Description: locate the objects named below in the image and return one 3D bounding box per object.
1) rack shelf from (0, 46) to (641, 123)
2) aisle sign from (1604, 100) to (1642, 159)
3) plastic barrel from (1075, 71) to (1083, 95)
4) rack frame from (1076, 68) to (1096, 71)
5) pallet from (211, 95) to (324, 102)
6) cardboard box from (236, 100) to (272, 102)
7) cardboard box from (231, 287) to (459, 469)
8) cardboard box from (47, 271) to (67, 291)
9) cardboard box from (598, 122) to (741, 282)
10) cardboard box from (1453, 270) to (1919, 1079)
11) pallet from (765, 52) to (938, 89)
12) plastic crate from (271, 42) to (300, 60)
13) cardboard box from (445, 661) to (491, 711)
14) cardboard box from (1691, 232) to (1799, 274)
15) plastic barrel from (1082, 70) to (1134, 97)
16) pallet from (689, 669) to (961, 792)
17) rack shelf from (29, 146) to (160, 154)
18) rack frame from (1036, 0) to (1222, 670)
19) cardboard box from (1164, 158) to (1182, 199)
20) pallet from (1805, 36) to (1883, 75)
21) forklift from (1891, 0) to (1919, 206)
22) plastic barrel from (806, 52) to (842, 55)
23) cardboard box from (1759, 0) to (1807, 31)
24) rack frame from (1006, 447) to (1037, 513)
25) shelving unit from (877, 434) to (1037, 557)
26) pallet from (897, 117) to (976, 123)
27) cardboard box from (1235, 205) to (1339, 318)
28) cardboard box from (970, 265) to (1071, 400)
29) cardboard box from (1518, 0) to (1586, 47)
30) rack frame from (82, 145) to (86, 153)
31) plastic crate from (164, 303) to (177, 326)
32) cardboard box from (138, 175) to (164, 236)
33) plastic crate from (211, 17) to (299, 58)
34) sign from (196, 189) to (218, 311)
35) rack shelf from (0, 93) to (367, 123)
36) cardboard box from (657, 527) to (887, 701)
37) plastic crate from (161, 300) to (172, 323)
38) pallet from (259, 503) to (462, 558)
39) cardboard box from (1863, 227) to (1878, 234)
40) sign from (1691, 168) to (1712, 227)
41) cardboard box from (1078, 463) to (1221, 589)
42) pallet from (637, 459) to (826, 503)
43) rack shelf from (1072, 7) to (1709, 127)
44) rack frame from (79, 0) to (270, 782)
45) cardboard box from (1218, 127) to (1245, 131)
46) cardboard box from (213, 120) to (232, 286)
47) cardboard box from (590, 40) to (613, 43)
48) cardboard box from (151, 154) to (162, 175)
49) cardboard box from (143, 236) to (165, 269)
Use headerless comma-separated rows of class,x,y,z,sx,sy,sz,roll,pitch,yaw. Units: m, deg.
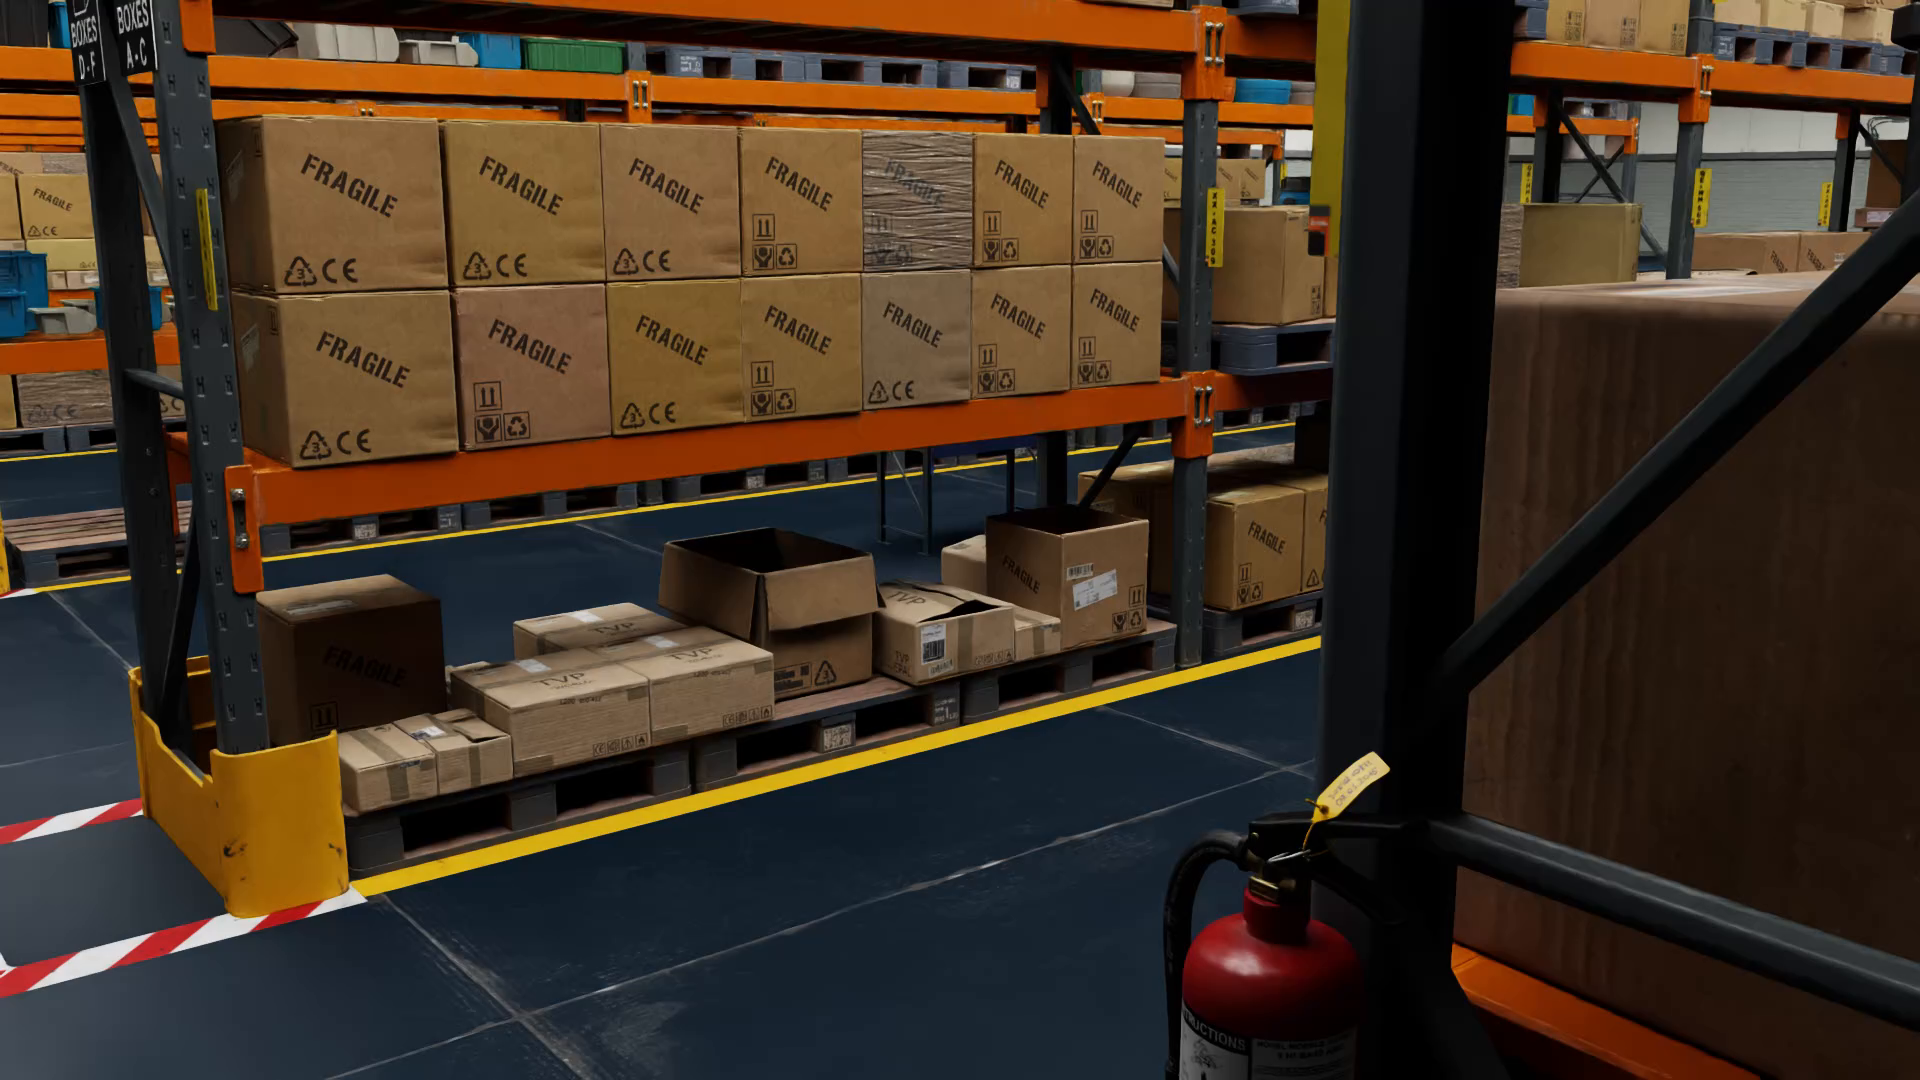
rack shelf,-3.929,-2.637,9.820,4.000,0.370,1.077,-9,15,-38
aisle sign,7.245,-4.571,18.159,0.004,0.787,0.394,-9,15,-38
plastic barrel,0.917,-3.732,13.617,0.294,0.245,0.294,0,12,0
rack frame,0.757,-5.234,13.100,0.127,3.000,1.000,-9,15,-38
pallet,-6.106,-3.904,14.268,1.213,0.211,1.003,-9,15,-38
cardboard box,-8.116,-5.155,18.694,0.500,0.500,0.700,-9,15,-38
cardboard box,-1.888,-0.522,5.108,0.500,0.500,0.500,-9,15,-36
cardboard box,-7.300,-2.068,13.238,0.250,0.149,0.380,-10,15,-39
cardboard box,-1.090,-1.144,5.631,0.500,0.500,0.500,-9,15,-37
cardboard box,1.091,0.130,1.555,0.700,0.700,0.980,-9,15,-35
pallet,-0.932,-3.421,12.236,1.213,0.211,1.003,-9,15,-38
plastic crate,-4.032,-2.909,10.002,0.530,0.136,0.437,-9,15,-38
cardboard box,-1.756,0.564,5.996,0.250,0.166,0.380,-9,15,-38
cardboard box,5.148,-1.765,10.965,0.500,0.500,0.500,-11,16,-41
plastic barrel,1.191,-3.812,13.356,0.421,0.512,0.421,0,12,0
pallet,-0.765,0.635,6.614,1.213,0.211,1.003,-9,15,-38
rack shelf,-13.194,-6.371,27.406,4.000,0.370,1.077,-9,15,-38
rack frame,0.725,-0.977,7.493,0.127,3.000,1.000,-9,15,-38
cardboard box,2.460,-4.520,20.812,0.500,0.500,0.500,-9,15,-38
pallet,5.194,-3.119,10.814,1.213,0.211,1.003,-9,15,-35
forklift,4.498,-0.742,6.551,3.031,2.935,1.130,9,15,36
plastic barrel,-1.130,-3.945,12.031,0.708,0.901,0.600,-9,15,-38
cardboard box,5.019,-3.307,10.593,0.500,0.250,0.500,-10,15,-39
rack frame,0.464,-0.811,10.320,0.032,1.500,0.500,-9,15,-38
shelving unit,0.067,-0.745,10.010,1.048,1.500,0.538,-9,15,-38
pallet,-0.571,-4.800,18.726,1.003,0.211,1.213,-9,15,-38
cardboard box,1.732,-1.356,8.026,0.500,0.500,0.700,-7,14,-29
cardboard box,0.093,-0.852,6.665,0.500,0.500,0.500,-9,15,-36
cardboard box,2.724,-2.816,8.693,0.500,0.500,0.910,-9,15,-38
rack frame,-11.652,-4.192,22.631,0.127,3.000,1.000,-9,15,-38
plastic crate,-4.260,-1.257,9.302,0.298,0.136,0.250,-9,15,-38
cardboard box,-6.787,-2.872,14.255,0.500,0.500,0.500,-10,16,-39
plastic crate,-4.126,-2.852,9.253,0.767,0.338,0.504,-9,15,-38
sign,-2.060,-0.793,4.544,0.005,0.325,0.100,-9,15,-38
rack shelf,-7.023,-3.440,13.603,4.000,0.370,1.077,-9,15,-38
cardboard box,-0.739,0.274,6.554,0.637,0.503,0.797,-9,15,-38
plastic crate,-4.731,-1.333,9.658,0.243,0.136,0.396,-9,15,-38
pallet,-3.870,-0.156,10.340,1.213,0.211,1.003,-9,15,-38
cardboard box,7.314,-2.123,12.647,0.500,0.500,0.700,-10,16,-39
sign,4.194,-1.937,9.416,0.005,0.325,0.100,-9,15,-38
cardboard box,0.931,-0.080,8.227,0.500,0.500,0.500,-10,15,-38
pallet,-1.738,-0.510,12.008,1.213,0.211,1.003,-9,15,-38
rack shelf,2.286,-2.352,8.478,4.000,0.370,1.077,-9,15,-38
rack frame,-2.399,-0.458,5.048,0.127,3.000,1.000,-9,15,-38
cardboard box,3.303,-5.366,21.303,0.500,0.250,0.500,-9,15,-37
cardboard box,-2.223,-1.098,5.416,0.500,0.500,0.500,-10,15,-38
cardboard box,-3.388,-4.608,16.118,0.500,0.500,0.500,-8,15,-35
cardboard box,-8.679,-3.980,18.273,0.500,0.500,0.500,-10,16,-40
cardboard box,-6.840,-2.357,13.639,0.500,0.250,0.500,-10,15,-39
